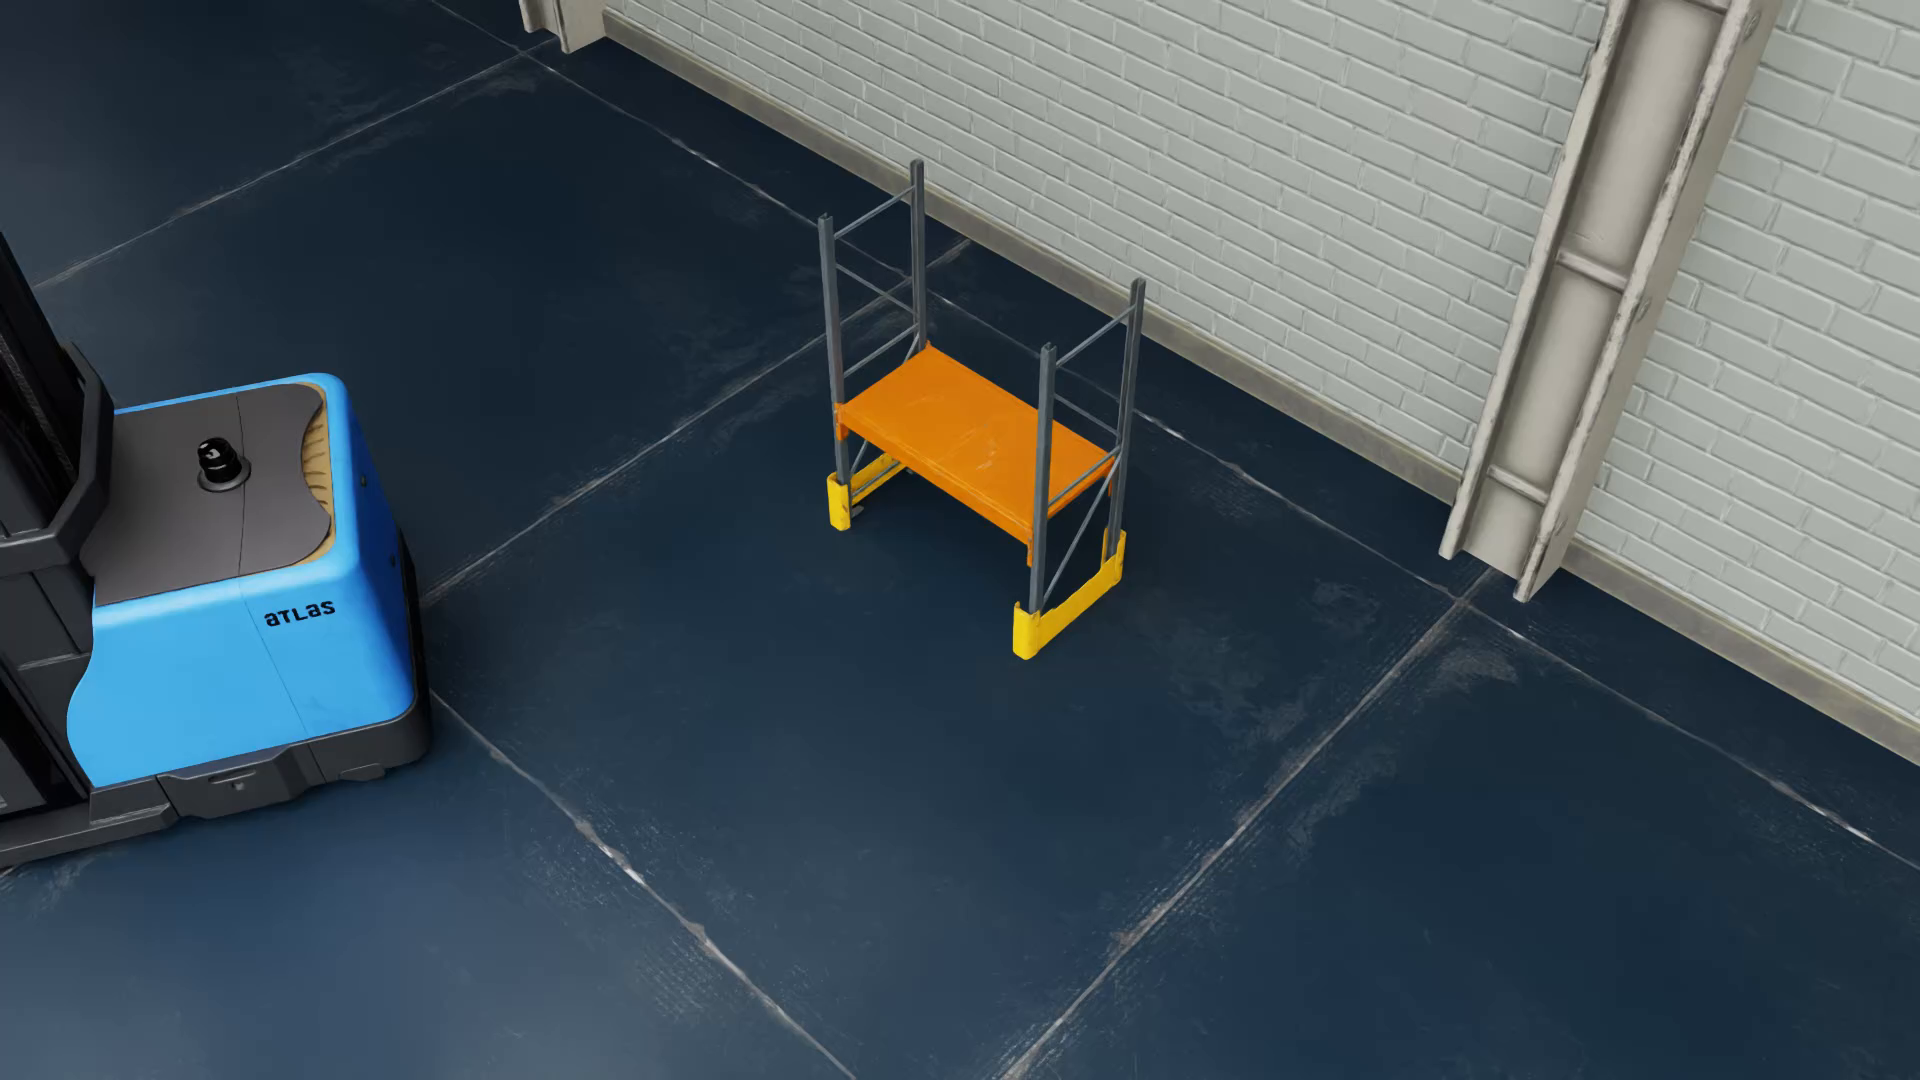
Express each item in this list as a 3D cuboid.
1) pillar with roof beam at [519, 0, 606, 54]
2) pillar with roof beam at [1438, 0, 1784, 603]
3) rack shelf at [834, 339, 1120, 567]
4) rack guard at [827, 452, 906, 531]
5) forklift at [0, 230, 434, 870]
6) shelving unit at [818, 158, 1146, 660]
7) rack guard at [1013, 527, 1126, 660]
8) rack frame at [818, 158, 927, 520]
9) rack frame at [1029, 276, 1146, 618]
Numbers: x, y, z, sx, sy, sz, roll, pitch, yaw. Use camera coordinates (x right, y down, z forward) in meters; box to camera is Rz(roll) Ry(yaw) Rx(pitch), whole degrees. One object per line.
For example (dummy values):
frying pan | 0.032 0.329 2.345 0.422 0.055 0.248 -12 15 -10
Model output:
pillar with roof beam | -5.156 -3.671 4.024 0.400 9.000 9.100 34 55 28
pillar with roof beam | -0.747 -0.704 1.238 0.400 9.000 9.100 34 55 28
rack shelf | 0.063 -0.348 6.295 1.000 0.185 0.538 34 55 28
rack guard | -0.310 -0.294 6.855 0.087 0.250 0.587 34 55 28
forklift | -3.468 -0.221 4.947 3.031 2.935 1.130 -13 48 -12
shelving unit | 0.056 -0.476 6.168 1.083 1.500 0.587 34 55 28
rack guard | 0.422 0.198 6.392 0.087 0.250 0.587 34 55 28
rack frame | -0.311 -0.723 6.400 0.032 1.500 0.500 34 55 28
rack frame | 0.436 -0.220 5.928 0.032 1.500 0.500 34 55 28
